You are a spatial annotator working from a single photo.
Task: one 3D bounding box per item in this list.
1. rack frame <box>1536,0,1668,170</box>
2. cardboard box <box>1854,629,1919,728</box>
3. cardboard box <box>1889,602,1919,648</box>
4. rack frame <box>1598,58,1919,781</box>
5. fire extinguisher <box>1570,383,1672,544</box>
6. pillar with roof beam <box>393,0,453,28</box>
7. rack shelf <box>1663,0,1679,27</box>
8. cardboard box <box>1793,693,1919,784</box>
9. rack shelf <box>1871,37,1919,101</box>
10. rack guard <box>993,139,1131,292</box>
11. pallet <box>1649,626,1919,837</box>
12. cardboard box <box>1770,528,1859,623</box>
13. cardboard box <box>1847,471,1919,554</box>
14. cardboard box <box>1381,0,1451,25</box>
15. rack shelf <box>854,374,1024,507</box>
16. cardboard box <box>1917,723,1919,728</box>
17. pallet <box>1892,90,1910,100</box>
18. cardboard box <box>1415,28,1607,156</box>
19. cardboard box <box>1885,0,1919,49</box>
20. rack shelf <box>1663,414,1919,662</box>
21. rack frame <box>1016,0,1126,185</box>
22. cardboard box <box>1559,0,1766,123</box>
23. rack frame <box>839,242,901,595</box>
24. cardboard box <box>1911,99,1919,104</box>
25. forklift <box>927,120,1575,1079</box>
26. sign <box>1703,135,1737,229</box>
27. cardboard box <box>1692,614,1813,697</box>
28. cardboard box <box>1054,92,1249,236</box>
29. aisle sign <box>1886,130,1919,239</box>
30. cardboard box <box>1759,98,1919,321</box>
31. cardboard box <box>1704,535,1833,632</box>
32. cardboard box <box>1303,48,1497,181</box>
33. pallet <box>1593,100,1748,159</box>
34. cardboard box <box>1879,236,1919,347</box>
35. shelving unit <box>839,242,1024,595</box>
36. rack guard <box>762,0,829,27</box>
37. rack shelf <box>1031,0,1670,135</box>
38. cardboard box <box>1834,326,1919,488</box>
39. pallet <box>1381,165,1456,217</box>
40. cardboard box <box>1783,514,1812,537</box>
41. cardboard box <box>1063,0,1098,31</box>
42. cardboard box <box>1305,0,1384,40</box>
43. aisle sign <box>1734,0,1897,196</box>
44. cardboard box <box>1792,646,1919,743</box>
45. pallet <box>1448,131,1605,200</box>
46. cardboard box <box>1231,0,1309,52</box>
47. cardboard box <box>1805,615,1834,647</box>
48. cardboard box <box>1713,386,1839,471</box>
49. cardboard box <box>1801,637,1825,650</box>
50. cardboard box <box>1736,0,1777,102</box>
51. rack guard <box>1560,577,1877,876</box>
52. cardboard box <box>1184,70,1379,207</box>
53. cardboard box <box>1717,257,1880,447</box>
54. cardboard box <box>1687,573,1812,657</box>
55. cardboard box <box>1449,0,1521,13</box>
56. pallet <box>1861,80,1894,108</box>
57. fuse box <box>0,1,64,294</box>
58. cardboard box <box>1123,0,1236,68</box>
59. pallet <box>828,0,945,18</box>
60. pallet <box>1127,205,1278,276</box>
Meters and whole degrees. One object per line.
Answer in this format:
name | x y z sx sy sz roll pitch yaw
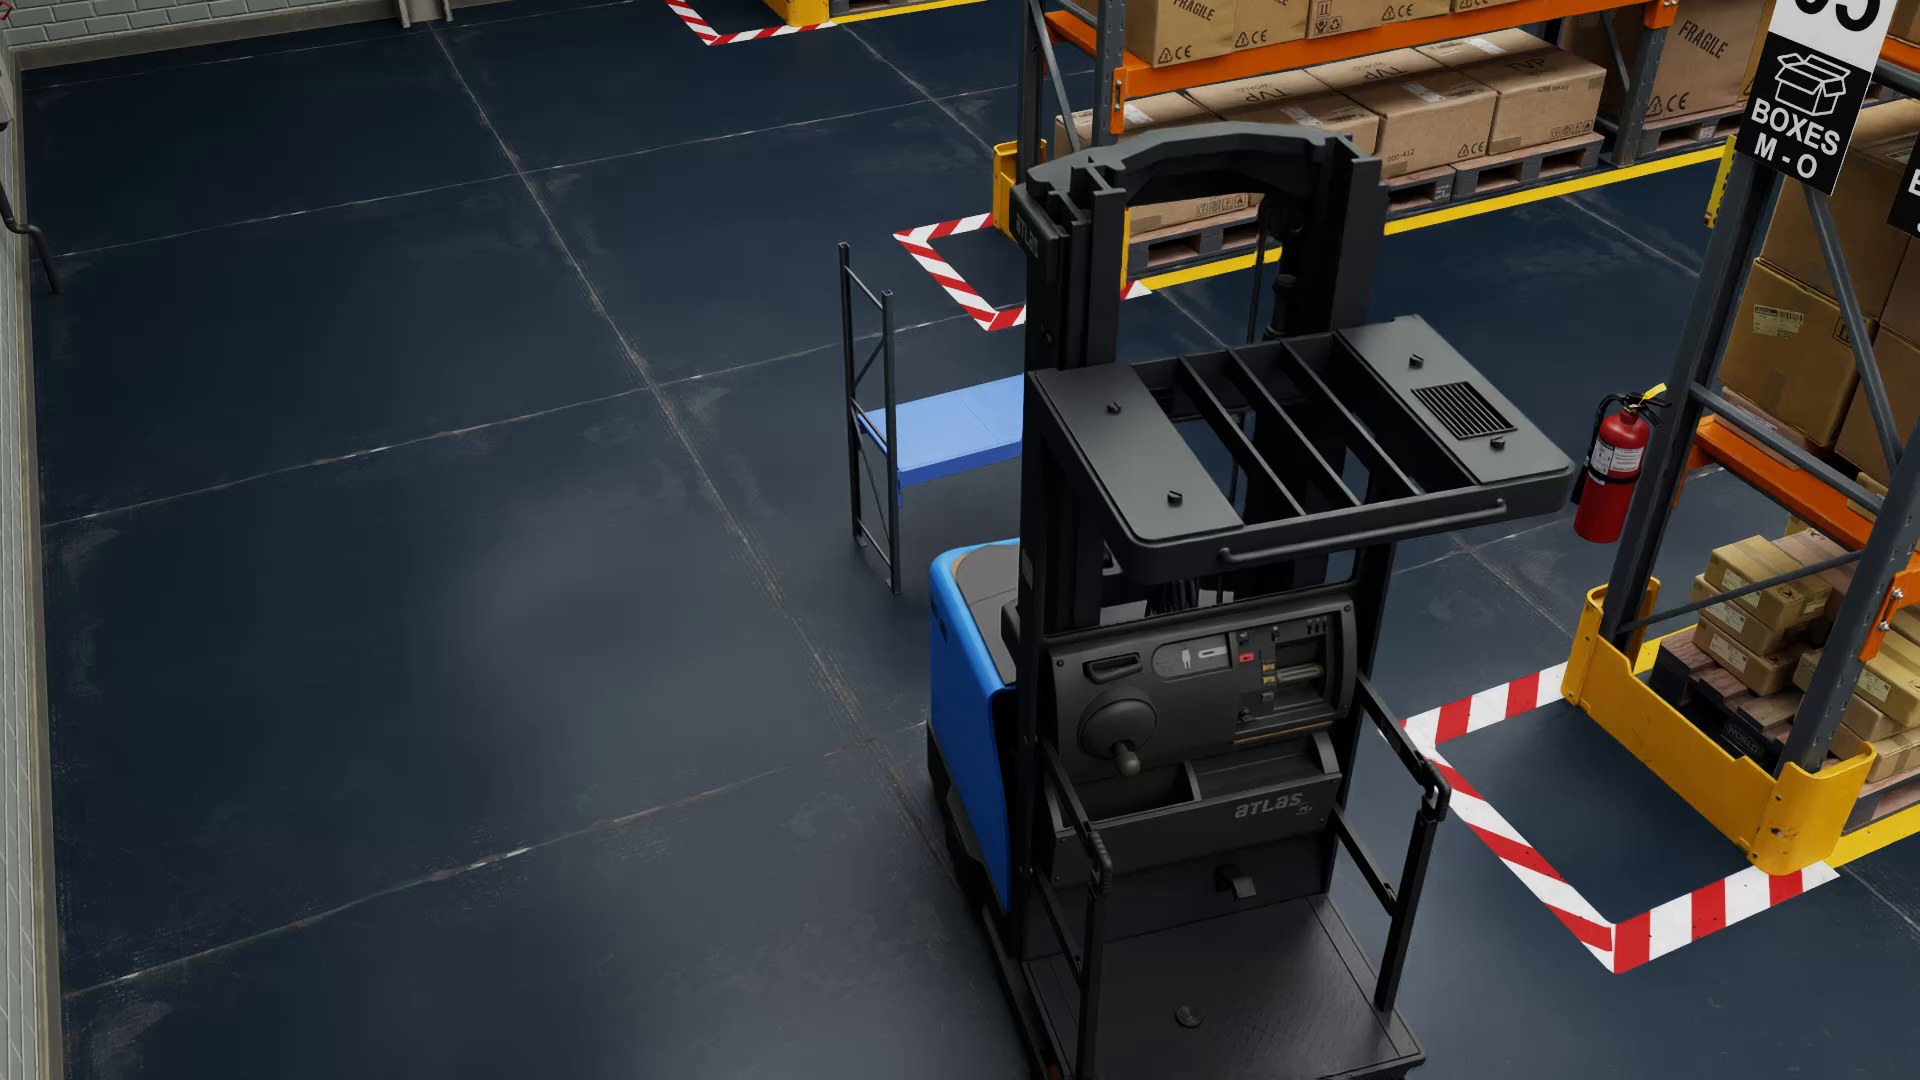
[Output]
rack frame | 4.231 -3.956 10.565 0.127 3.000 1.000 -16 39 -20
cardboard box | 3.424 0.489 6.114 0.250 0.149 0.380 -17 40 -22
cardboard box | 3.622 0.354 6.296 0.250 0.149 0.380 -15 39 -19
rack frame | 2.805 -0.299 5.636 0.127 3.000 1.000 -16 39 -20
fire extinguisher | 2.381 -0.304 6.019 0.183 0.674 0.296 -16 39 -20
pillar with roof beam | -2.497 -5.511 7.626 0.400 9.000 9.100 -16 39 -20
rack shelf | 6.042 -4.173 11.462 4.000 0.370 1.077 -16 39 -20
cardboard box | 3.415 0.717 6.306 0.250 0.149 0.380 -15 39 -19
rack shelf | 4.616 -1.721 5.639 4.000 0.370 1.077 -16 39 -20
rack guard | 0.589 -1.933 9.937 0.348 0.500 1.175 -16 39 -20
pallet | 3.624 0.615 6.744 1.213 0.211 1.003 -16 39 -20
cardboard box | 3.429 0.135 6.591 0.250 0.149 0.380 -15 39 -19
cardboard box | 3.238 -0.104 5.583 0.250 0.149 0.380 -16 39 -20
cardboard box | 2.527 -3.348 9.662 0.500 0.500 0.500 -14 39 -18
rack shelf | 0.077 -0.480 7.439 1.000 0.185 0.538 -16 39 -20
cardboard box | 3.618 0.607 6.455 0.250 0.149 0.380 -16 39 -20
pallet | 7.107 -3.689 12.547 1.213 0.211 1.003 -16 39 -20
cardboard box | 3.617 -2.994 11.067 0.875 0.438 0.875 -16 40 -21
cardboard box | 3.104 -1.702 5.134 0.500 0.250 0.500 -16 40 -21
rack shelf | 4.616 -0.517 6.532 4.000 0.370 1.077 -16 39 -20
rack frame | 0.610 -2.943 9.200 0.127 3.000 1.000 -16 39 -20
cardboard box | 4.759 -3.471 11.343 0.875 0.875 0.875 -14 39 -19
rack frame | -0.383 -0.495 7.159 0.032 1.500 0.500 -16 39 -20
cardboard box | 3.572 -1.239 5.729 0.500 0.500 0.500 -17 40 -21
forklift | 0.771 0.492 4.627 1.130 2.935 3.031 -10 38 -13
sign | 2.587 -1.196 5.607 0.005 0.325 0.100 -16 39 -20
cardboard box | 3.193 0.431 6.691 0.250 0.149 0.380 -15 39 -19
cardboard box | 1.165 -2.304 10.136 0.875 0.438 0.875 -17 40 -21
aisle sign | 2.866 -1.163 4.618 0.004 0.787 0.394 -16 39 -20
cardboard box | 3.114 -1.111 5.556 0.500 0.500 0.500 -16 40 -21
cardboard box | 3.177 0.167 6.548 0.250 0.149 0.380 -15 39 -19
cardboard box | 2.807 -2.767 10.761 0.875 0.438 0.875 -17 40 -21
pallet | 4.898 -3.072 11.714 1.213 0.211 1.003 -16 39 -20
cardboard box | 3.324 -0.831 5.180 0.500 0.500 0.500 -16 39 -20
shelving unit | 0.077 -0.624 7.332 1.048 1.500 0.538 -16 39 -20
rack guard | -1.433 -4.634 13.579 0.348 0.500 1.175 -16 39 -20
rack shelf | 2.421 -3.161 10.097 4.000 0.370 1.077 -16 39 -20
cardboard box | 3.329 -0.424 5.470 0.500 0.500 0.500 -14 39 -18
pallet | 2.404 -2.374 10.774 1.213 0.211 1.003 -16 39 -20
cardboard box | 3.609 0.001 6.772 0.250 0.149 0.380 -16 40 -21
cardboard box | 0.935 -3.248 9.527 0.500 0.500 0.500 -15 39 -20
cardboard box | 2.081 -3.212 9.479 0.500 0.500 0.500 -16 39 -20
aisle sign | 2.612 -1.487 5.054 0.004 0.787 0.394 -16 39 -20
cardboard box | 3.388 0.563 6.263 0.250 0.149 0.380 -14 39 -18
pallet | 3.510 -2.685 11.193 1.213 0.211 1.003 -16 39 -20
cardboard box | 1.613 -3.093 9.318 0.500 0.500 0.500 -16 40 -21
cardboard box | 3.421 0.233 6.709 0.250 0.149 0.380 -17 40 -21
cardboard box | 2.980 -0.433 6.027 0.250 0.149 0.380 -16 39 -20
cardboard box | 3.383 0.312 6.852 0.250 0.149 0.380 -14 39 -19
cardboard box | 5.573 -3.704 11.657 0.875 0.875 0.875 -14 39 -19
rack guard | 2.874 0.685 6.406 0.348 0.500 1.175 -16 39 -20
cardboard box | 1.990 -2.540 10.455 0.875 0.438 0.875 -15 39 -19
cardboard box | 3.103 -0.711 5.858 0.500 0.500 0.500 -15 39 -19
cardboard box | 3.162 0.270 6.659 0.250 0.149 0.380 -17 40 -21
cardboard box | 3.008 -3.472 9.830 0.500 0.500 0.500 -16 40 -21
pallet | 6.004 -3.383 12.134 1.213 0.211 1.003 -16 39 -20
fuse box | -5.245 -2.156 9.220 0.414 1.711 0.539 -16 39 -20
cardboard box | 1.167 -2.950 9.125 0.500 0.500 0.500 -16 39 -20
pallet | -0.712 -4.721 13.937 1.213 0.211 1.003 -16 39 -20
pallet | 1.301 -2.068 10.361 1.213 0.211 1.003 -16 39 -20
